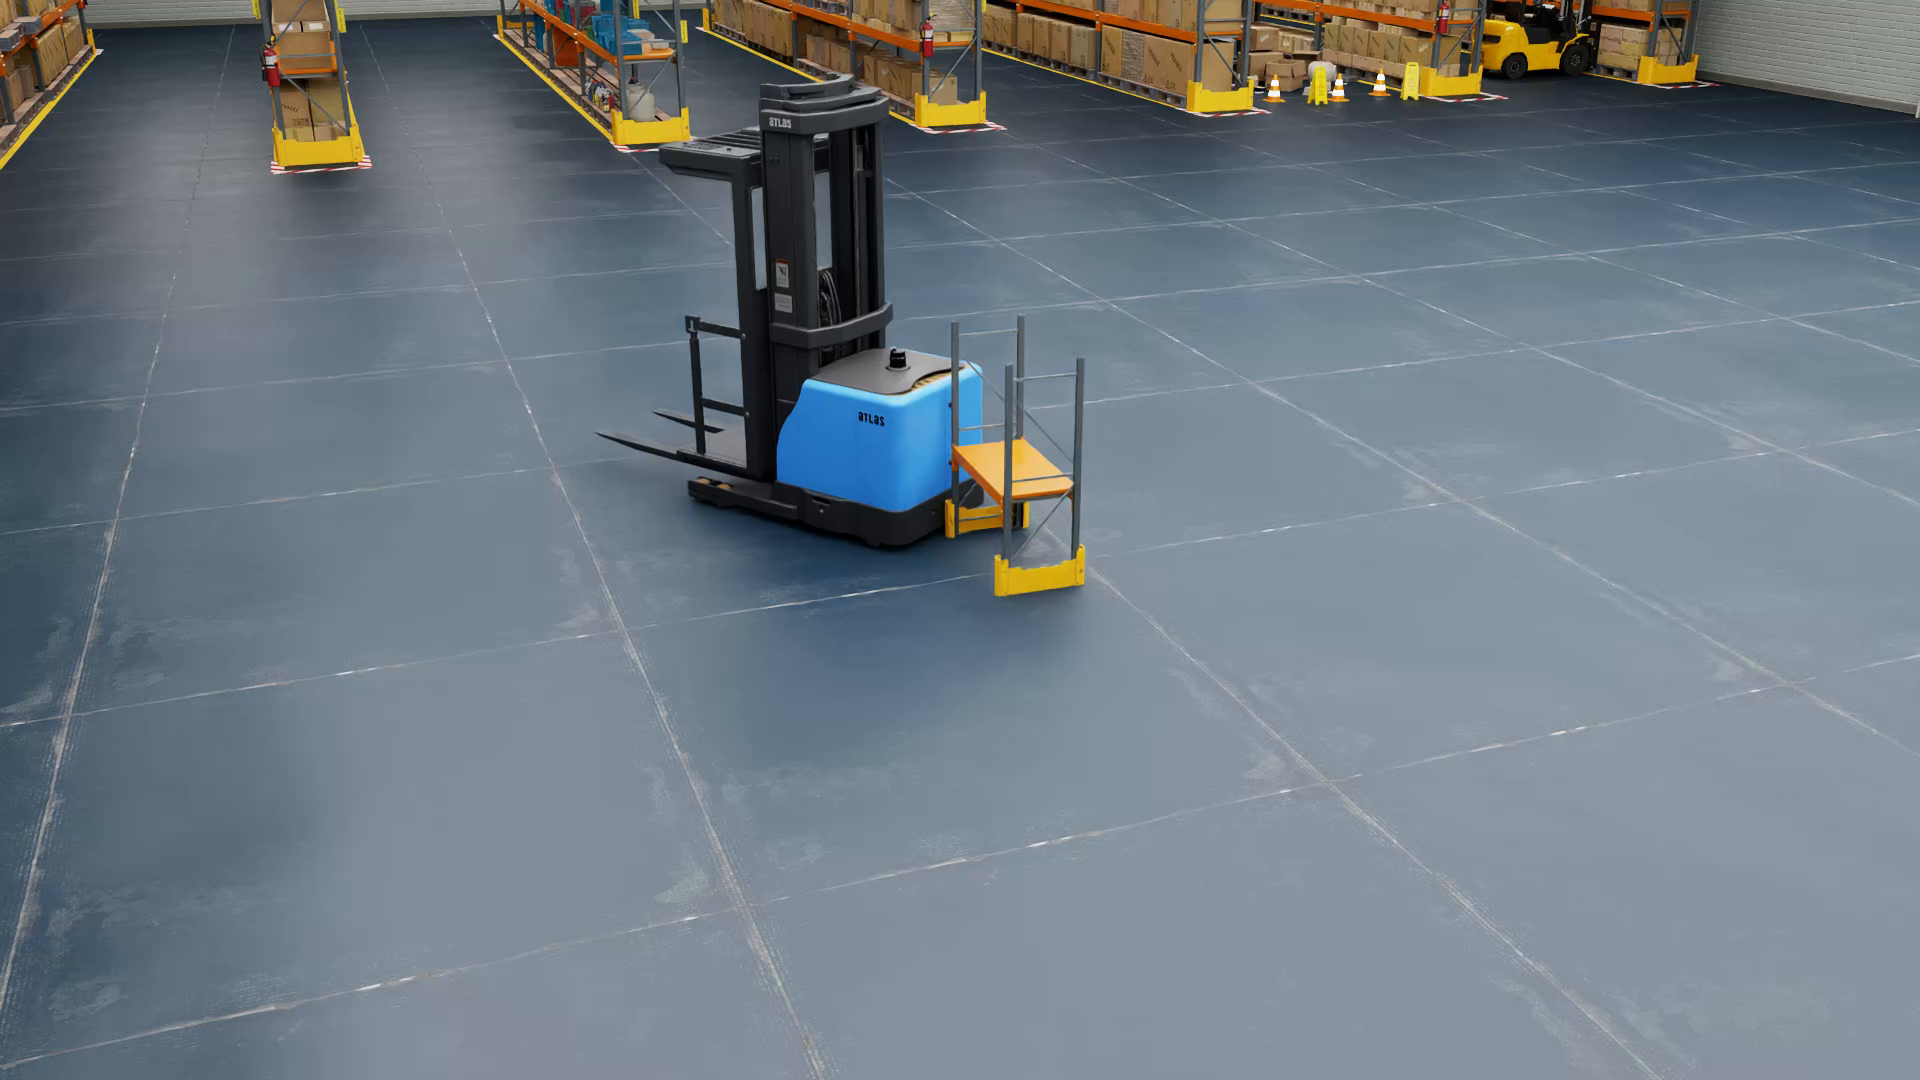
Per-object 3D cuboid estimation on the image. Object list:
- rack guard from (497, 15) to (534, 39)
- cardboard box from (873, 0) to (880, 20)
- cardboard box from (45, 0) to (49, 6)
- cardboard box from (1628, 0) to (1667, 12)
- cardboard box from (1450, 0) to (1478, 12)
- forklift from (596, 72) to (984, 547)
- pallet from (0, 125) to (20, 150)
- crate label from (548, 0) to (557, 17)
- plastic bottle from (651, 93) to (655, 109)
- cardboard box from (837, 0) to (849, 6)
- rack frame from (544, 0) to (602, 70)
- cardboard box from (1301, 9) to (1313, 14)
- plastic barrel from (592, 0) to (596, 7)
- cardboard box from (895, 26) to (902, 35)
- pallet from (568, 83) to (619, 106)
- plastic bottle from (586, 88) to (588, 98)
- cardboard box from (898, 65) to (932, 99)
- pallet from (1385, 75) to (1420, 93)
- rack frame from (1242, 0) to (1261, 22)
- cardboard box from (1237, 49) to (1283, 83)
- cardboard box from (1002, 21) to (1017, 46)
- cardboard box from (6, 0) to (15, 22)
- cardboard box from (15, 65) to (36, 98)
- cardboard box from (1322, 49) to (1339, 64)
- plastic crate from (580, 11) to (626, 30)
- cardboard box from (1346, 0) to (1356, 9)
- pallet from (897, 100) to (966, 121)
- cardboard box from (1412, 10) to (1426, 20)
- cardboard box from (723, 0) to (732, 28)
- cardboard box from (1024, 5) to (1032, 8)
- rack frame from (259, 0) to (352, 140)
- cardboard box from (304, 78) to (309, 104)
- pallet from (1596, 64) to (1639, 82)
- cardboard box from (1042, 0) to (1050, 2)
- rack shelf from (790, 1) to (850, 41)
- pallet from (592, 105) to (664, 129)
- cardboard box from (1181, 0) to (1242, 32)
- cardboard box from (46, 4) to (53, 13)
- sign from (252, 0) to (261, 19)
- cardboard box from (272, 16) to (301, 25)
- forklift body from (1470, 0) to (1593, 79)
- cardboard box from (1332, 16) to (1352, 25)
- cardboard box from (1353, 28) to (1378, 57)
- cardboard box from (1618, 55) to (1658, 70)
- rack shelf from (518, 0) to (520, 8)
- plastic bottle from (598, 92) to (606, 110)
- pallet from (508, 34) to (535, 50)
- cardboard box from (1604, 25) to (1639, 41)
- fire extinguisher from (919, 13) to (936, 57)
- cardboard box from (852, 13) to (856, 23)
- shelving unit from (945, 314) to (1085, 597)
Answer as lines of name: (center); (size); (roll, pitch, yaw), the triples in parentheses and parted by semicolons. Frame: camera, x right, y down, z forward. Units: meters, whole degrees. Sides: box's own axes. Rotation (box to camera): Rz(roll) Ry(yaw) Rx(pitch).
rack guard: (-10.439, -12.291, 39.768); (1.175, 0.500, 0.348); (-8, 24, -19)
cardboard box: (-1.030, -9.412, 29.207); (0.875, 0.500, 0.500); (-8, 24, -19)
cardboard box: (-17.516, -10.315, 31.323); (0.500, 0.500, 0.500); (-8, 24, -19)
cardboard box: (13.361, -10.533, 32.249); (0.500, 0.500, 0.500); (-9, 24, -20)
cardboard box: (9.231, -10.055, 30.732); (0.500, 0.500, 0.500); (-9, 24, -20)
forklift: (-1.332, -1.733, 11.587); (3.031, 2.935, 1.130); (15, 27, 32)
pallet: (-15.177, -6.192, 25.670); (1.003, 0.211, 1.213); (-8, 24, -19)
crate label: (-7.494, -10.147, 31.418); (0.502, 0.435, 0.616); (-8, 24, -19)
plastic bottle: (-5.115, -7.269, 27.581); (0.097, 0.271, 0.097); (0, 23, 0)
cardboard box: (-1.695, -10.533, 31.065); (1.000, 1.000, 1.000); (-8, 24, -19)
rack frame: (-7.592, -10.529, 32.369); (1.000, 3.000, 0.127); (-8, 24, -19)
cardboard box: (9.070, -13.746, 43.132); (0.380, 0.149, 0.250); (-9, 25, -21)
plastic barrel: (-6.571, -9.783, 30.423); (0.433, 0.535, 0.433); (0, 23, 0)
cardboard box: (-0.883, -8.713, 28.384); (0.380, 0.149, 0.250); (-8, 24, -19)
pallet: (-6.493, -8.071, 30.127); (1.003, 0.211, 1.213); (-8, 24, -19)
plastic bottle: (-6.441, -7.776, 28.874); (0.097, 0.201, 0.097); (0, 23, 0)
cardboard box: (-0.784, -8.015, 29.082); (0.500, 0.500, 0.500); (-6, 24, -14)
pallet: (8.858, -8.704, 31.630); (1.003, 0.211, 1.213); (-8, 24, -19)
rack frame: (6.312, -12.568, 37.207); (1.000, 3.000, 0.127); (-8, 24, -19)
cardboard box: (5.811, -9.203, 32.263); (0.797, 0.637, 0.503); (-8, 24, -19)
cardboard box: (1.240, -11.097, 36.395); (0.500, 0.500, 0.500); (-8, 24, -19)
cardboard box: (-16.462, -9.050, 28.164); (0.700, 0.500, 0.500); (-11, 25, -24)
cardboard box: (-16.557, -7.966, 28.940); (0.700, 0.500, 0.500); (-8, 24, -18)
cardboard box: (7.681, -9.790, 33.615); (0.500, 0.250, 0.500); (-10, 25, -21)
plastic crate: (-6.113, -8.839, 28.440); (0.767, 0.338, 0.504); (-8, 24, -19)
cardboard box: (7.851, -10.569, 32.787); (0.380, 0.149, 0.250); (-8, 24, -17)
pallet: (-0.413, -7.344, 28.404); (1.003, 0.211, 1.213); (-8, 24, -19)
cardboard box: (8.613, -9.729, 30.795); (0.380, 0.149, 0.250); (-9, 24, -20)
cardboard box: (-5.162, -12.778, 39.899); (0.875, 0.875, 0.875); (-8, 24, -19)
cardboard box: (1.521, -11.708, 36.877); (0.500, 0.250, 0.500); (-9, 24, -20)
rack frame: (-9.401, -6.944, 23.863); (1.000, 3.000, 0.127); (-8, 24, -19)
cardboard box: (-10.760, -7.277, 26.688); (0.500, 0.500, 0.500); (-8, 24, -19)
pallet: (13.471, -9.331, 33.117); (1.003, 0.211, 1.213); (-8, 24, -19)
cardboard box: (1.983, -11.331, 34.142); (0.500, 0.500, 0.500); (-8, 24, -19)
rack shelf: (-2.252, -10.150, 32.397); (1.077, 0.370, 4.000); (-8, 24, -19)
pallet: (-5.546, -7.097, 27.816); (1.003, 0.211, 1.213); (-8, 24, -19)
cardboard box: (4.370, -9.143, 28.888); (0.875, 0.550, 0.550); (-8, 24, -19)
cardboard box: (-17.580, -10.156, 31.781); (0.380, 0.149, 0.250); (-8, 24, -19)
sign: (-9.914, -7.517, 23.428); (0.100, 0.325, 0.005); (-8, 24, -19)
cardboard box: (-9.986, -7.681, 24.648); (0.380, 0.149, 0.250); (-8, 24, -18)
forklift body: (11.404, -10.391, 33.135); (2.313, 2.155, 1.214); (-8, 24, -19)
cardboard box: (7.669, -10.381, 33.216); (0.380, 0.149, 0.250); (-8, 24, -18)
cardboard box: (8.063, -9.754, 32.564); (0.500, 0.500, 0.500); (-7, 24, -16)
cardboard box: (13.319, -9.398, 32.684); (0.500, 0.250, 0.500); (-8, 24, -19)
rack shelf: (-9.712, -12.378, 37.681); (1.077, 0.370, 4.000); (-8, 24, -19)
plastic bottle: (-5.938, -7.323, 27.702); (0.152, 0.276, 0.135); (-9, 24, -20)
pallet: (-9.736, -11.403, 38.034); (1.003, 0.211, 1.213); (-8, 24, -19)
cardboard box: (13.140, -10.040, 32.922); (0.500, 0.250, 0.500); (-8, 24, -18)
fire extinguisher: (-0.523, -8.161, 26.851); (0.296, 0.674, 0.183); (-8, 24, -19)
cardboard box: (-1.751, -9.520, 30.299); (0.380, 0.149, 0.250); (-8, 24, -19)
shelving unit: (0.344, -0.568, 10.667); (0.587, 1.500, 1.083); (-7, 24, -17)
